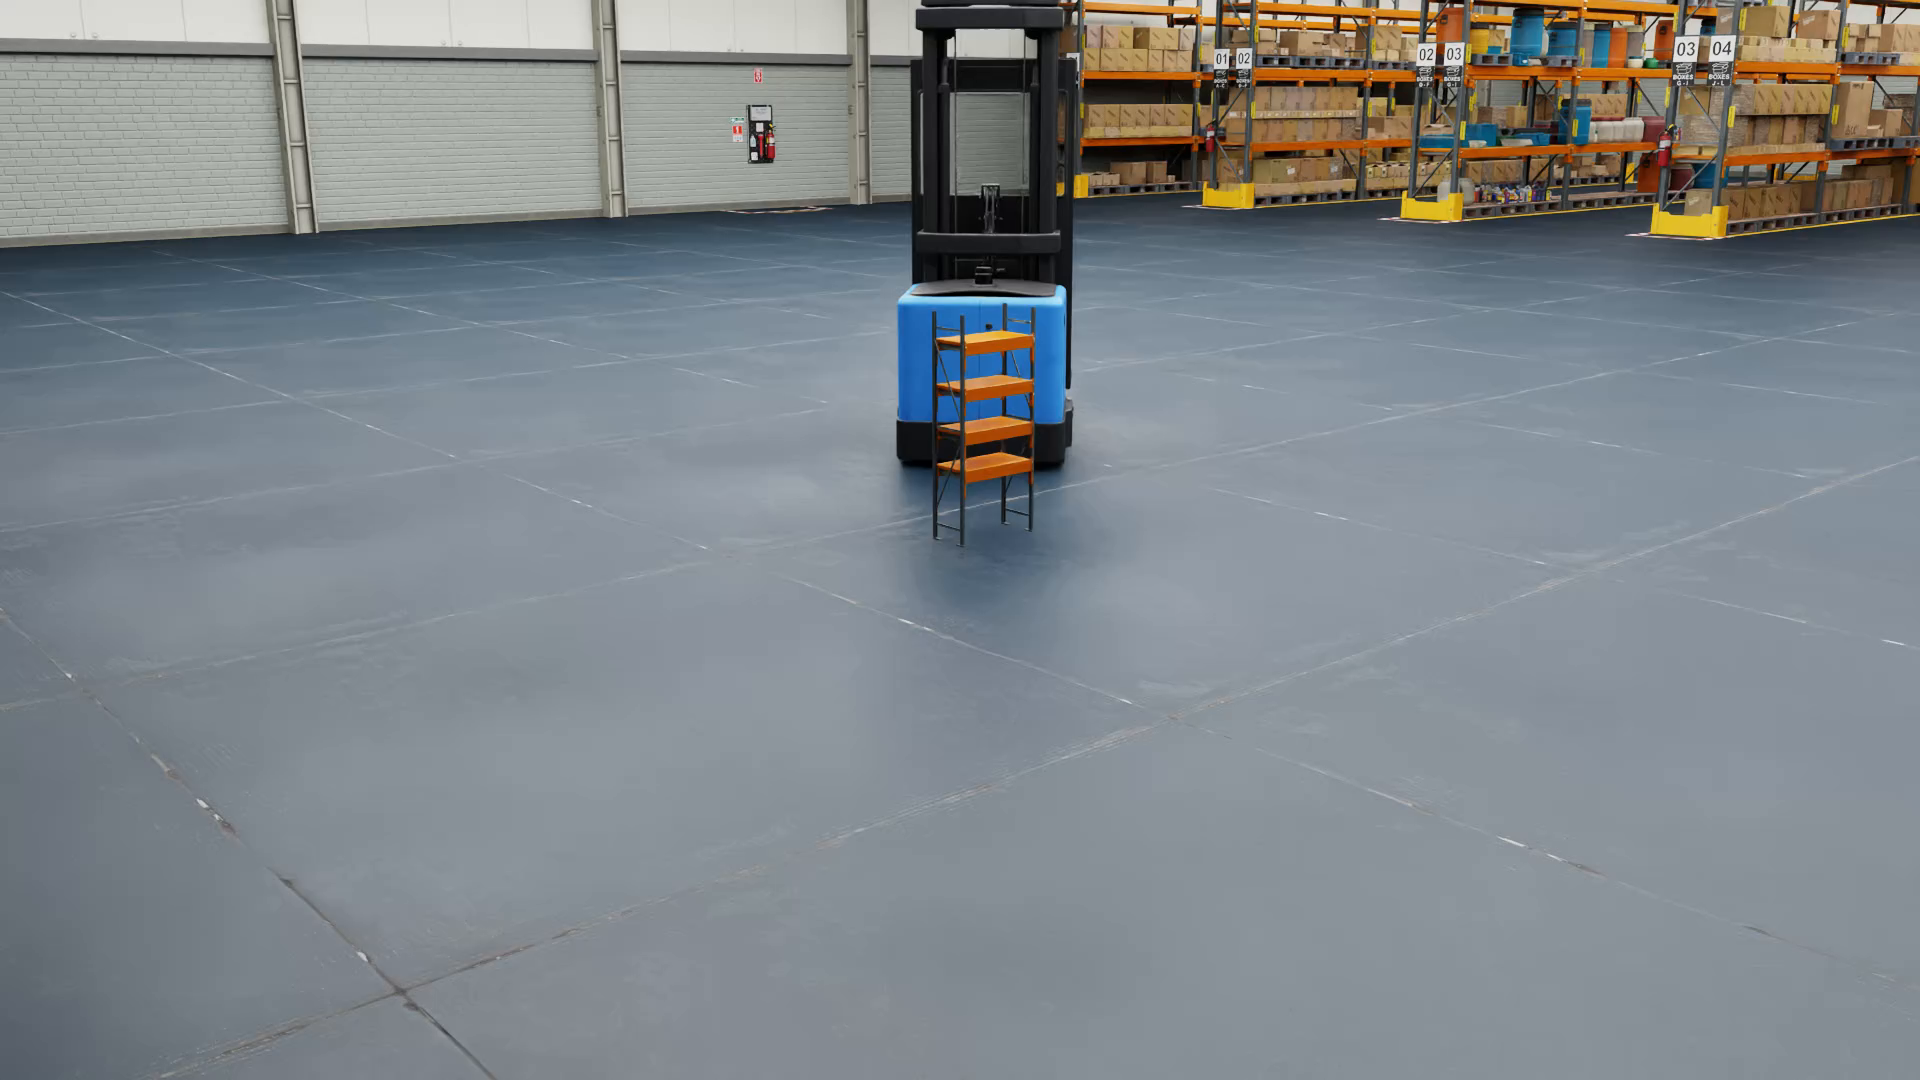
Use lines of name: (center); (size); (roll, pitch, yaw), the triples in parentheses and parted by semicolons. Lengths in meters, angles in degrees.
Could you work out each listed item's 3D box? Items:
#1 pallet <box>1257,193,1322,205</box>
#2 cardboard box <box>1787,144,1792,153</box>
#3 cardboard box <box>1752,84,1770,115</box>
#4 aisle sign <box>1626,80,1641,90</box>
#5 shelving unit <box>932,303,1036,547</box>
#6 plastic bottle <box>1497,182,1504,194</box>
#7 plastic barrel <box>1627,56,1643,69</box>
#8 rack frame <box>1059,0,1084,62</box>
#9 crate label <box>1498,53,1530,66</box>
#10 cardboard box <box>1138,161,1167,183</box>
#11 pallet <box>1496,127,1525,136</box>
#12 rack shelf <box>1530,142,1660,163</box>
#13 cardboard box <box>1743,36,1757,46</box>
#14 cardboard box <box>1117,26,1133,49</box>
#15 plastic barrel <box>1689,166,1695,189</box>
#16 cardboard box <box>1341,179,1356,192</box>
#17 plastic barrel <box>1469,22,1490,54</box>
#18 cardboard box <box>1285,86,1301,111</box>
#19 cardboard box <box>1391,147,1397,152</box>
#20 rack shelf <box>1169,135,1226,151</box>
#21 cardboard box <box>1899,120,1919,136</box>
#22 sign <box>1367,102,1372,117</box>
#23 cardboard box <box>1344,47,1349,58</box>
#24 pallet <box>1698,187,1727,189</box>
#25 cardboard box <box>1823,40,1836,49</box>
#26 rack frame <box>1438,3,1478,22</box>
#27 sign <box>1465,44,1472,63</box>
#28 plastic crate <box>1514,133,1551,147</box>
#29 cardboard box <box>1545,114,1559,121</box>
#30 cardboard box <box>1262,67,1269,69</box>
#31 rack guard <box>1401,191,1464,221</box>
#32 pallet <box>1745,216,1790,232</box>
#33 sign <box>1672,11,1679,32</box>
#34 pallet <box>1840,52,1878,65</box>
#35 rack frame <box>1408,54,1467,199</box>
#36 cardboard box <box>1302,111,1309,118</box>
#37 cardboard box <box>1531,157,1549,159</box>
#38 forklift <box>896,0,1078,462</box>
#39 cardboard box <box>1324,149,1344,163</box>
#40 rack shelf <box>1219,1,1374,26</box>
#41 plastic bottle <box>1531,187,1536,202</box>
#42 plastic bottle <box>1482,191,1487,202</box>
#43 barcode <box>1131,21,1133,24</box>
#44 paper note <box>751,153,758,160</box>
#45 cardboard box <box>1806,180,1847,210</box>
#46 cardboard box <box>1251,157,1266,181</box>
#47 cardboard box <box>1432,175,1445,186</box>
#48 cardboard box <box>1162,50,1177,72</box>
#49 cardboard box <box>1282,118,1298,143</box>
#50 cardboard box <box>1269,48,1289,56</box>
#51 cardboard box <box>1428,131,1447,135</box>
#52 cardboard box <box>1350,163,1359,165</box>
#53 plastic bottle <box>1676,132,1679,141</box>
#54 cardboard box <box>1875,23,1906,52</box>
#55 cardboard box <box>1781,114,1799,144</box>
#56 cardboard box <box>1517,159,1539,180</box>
pallet: (7.142, -7.492, 36.390); (1.213, 0.211, 1.003); (-13, 19, -39)
cardboard box: (14.246, -6.827, 28.984); (0.250, 0.149, 0.380); (-13, 19, -39)
cardboard box: (13.149, -7.365, 27.804); (0.500, 0.500, 0.500); (-13, 19, -39)
aisle sign: (17.995, -12.414, 44.377); (0.004, 0.787, 0.394); (-13, 19, -39)
shelving unit: (0.125, -0.608, 8.700); (0.503, 1.200, 0.258); (-13, 19, -39)
plastic bottle: (10.915, -7.054, 33.625); (0.185, 0.351, 0.144); (-14, 20, -42)
plastic barrel: (14.151, -10.008, 34.860); (0.301, 0.262, 0.301); (0, 15, 0)
rack frame: (2.418, -12.358, 37.579); (0.127, 3.000, 1.000); (-13, 19, -39)
crate label: (10.551, -9.161, 31.711); (0.408, 0.251, 0.502); (-13, 19, -39)
cardboard box: (4.679, -8.959, 40.468); (0.500, 0.500, 0.500); (14, 21, 43)
pallet: (13.172, -10.089, 41.080); (1.213, 0.211, 1.003); (-13, 19, -39)
rack shelf: (13.448, -8.200, 35.030); (4.000, 0.370, 1.077); (-13, 19, -39)
cardboard box: (12.792, -8.163, 27.203); (0.250, 0.149, 0.380); (-12, 19, -38)
cardboard box: (3.659, -11.632, 38.503); (0.500, 0.500, 0.500); (-12, 19, -38)
plastic barrel: (16.534, -8.278, 37.935); (0.421, 0.512, 0.421); (0, 15, 0)
cardboard box: (8.484, -7.927, 37.129); (0.500, 0.250, 0.500); (-13, 19, -39)
plastic barrel: (9.698, -9.492, 31.482); (0.600, 0.588, 0.600); (0, 15, 0)
cardboard box: (6.846, -9.432, 35.543); (0.500, 0.500, 0.700); (-13, 19, -39)
cardboard box: (12.457, -11.057, 47.103); (0.250, 0.149, 0.380); (-13, 20, -41)
rack shelf: (6.945, -10.129, 42.251); (4.000, 0.370, 1.077); (-13, 19, -39)
cardboard box: (18.753, -8.000, 32.693); (0.500, 0.500, 0.500); (-12, 19, -38)
sign: (9.056, -9.522, 36.756); (0.005, 0.325, 0.100); (-13, 19, -39)
cardboard box: (9.937, -12.896, 44.357); (0.500, 0.500, 0.700); (-13, 20, -39)
pallet: (17.365, -8.094, 38.644); (1.213, 0.211, 1.003); (-13, 19, -39)
cardboard box: (15.135, -8.703, 29.223); (0.250, 0.149, 0.380); (-12, 19, -38)
rack frame: (11.708, -12.750, 39.044); (0.127, 3.000, 1.000); (-13, 19, -39)
sign: (9.279, -8.877, 30.340); (0.005, 0.325, 0.100); (-13, 19, -39)
plastic crate: (11.282, -7.897, 32.788); (0.616, 0.251, 0.499); (-13, 19, -39)
cardboard box: (15.289, -10.611, 42.467); (0.500, 0.500, 0.500); (-12, 19, -38)
cardboard box: (7.415, -12.122, 42.269); (0.637, 0.503, 0.797); (-9, 18, -32)
rack guard: (8.948, -6.346, 31.537); (0.348, 0.500, 1.175); (-13, 19, -39)
pallet: (13.786, -5.569, 29.190); (1.213, 0.211, 1.003); (-13, 19, -39)
sign: (11.824, -8.555, 27.438); (0.005, 0.325, 0.100); (-13, 19, -39)
pallet: (15.726, -8.687, 30.010); (1.003, 0.211, 1.213); (-13, 19, -39)
rack frame: (8.922, -7.531, 31.132); (0.127, 3.000, 1.000); (-13, 19, -39)
cardboard box: (7.270, -9.143, 35.714); (0.250, 0.149, 0.380); (-12, 19, -39)
cardboard box: (14.969, -9.686, 43.189); (0.500, 0.500, 0.500); (-13, 19, -39)
forklift: (0.238, -2.226, 11.404); (1.130, 2.935, 3.031); (1, 15, 4)
cardboard box: (9.759, -10.226, 44.571); (0.750, 0.750, 0.750); (-13, 20, -40)
rack shelf: (7.182, -11.193, 35.383); (4.000, 0.370, 1.077); (-13, 19, -39)
plastic bottle: (11.402, -6.876, 33.089); (0.133, 0.283, 0.061); (-11, 19, -36)
plastic bottle: (10.428, -6.828, 33.070); (0.097, 0.201, 0.097); (0, 15, 0)
barcode: (4.105, -12.353, 39.689); (0.075, 0.075, 0.001); (-13, 19, -39)
paper note: (-4.216, -7.877, 34.134); (0.142, 0.148, 0.016); (-13, 19, -39)
cardboard box: (16.040, -6.426, 30.987); (0.500, 0.500, 0.700); (-13, 20, -40)
cardboard box: (6.627, -8.054, 36.150); (0.500, 0.500, 0.500); (-13, 19, -39)
cardboard box: (11.085, -8.501, 39.278); (0.500, 0.250, 0.500); (-13, 20, -40)
cardboard box: (4.827, -11.428, 39.675); (0.500, 0.500, 0.500); (14, 20, 42)
cardboard box: (6.805, -8.794, 35.666); (0.500, 0.500, 0.700); (-12, 19, -39)
cardboard box: (6.676, -10.259, 34.935); (0.250, 0.149, 0.380); (-13, 19, -39)
cardboard box: (11.211, -9.524, 39.079); (0.250, 0.149, 0.380); (-13, 19, -39)
cardboard box: (9.196, -8.533, 38.310); (0.500, 0.311, 0.500); (-12, 19, -38)
plastic bottle: (15.674, -8.832, 36.386); (0.097, 0.201, 0.097); (0, 15, 0)
cardboard box: (17.249, -9.362, 31.011); (0.500, 0.500, 0.500); (-12, 19, -38)
cardboard box: (14.099, -7.190, 29.086); (0.500, 0.500, 0.875); (-13, 19, -39)
cardboard box: (14.163, -9.312, 41.792); (0.500, 0.500, 0.500); (-13, 19, -39)
